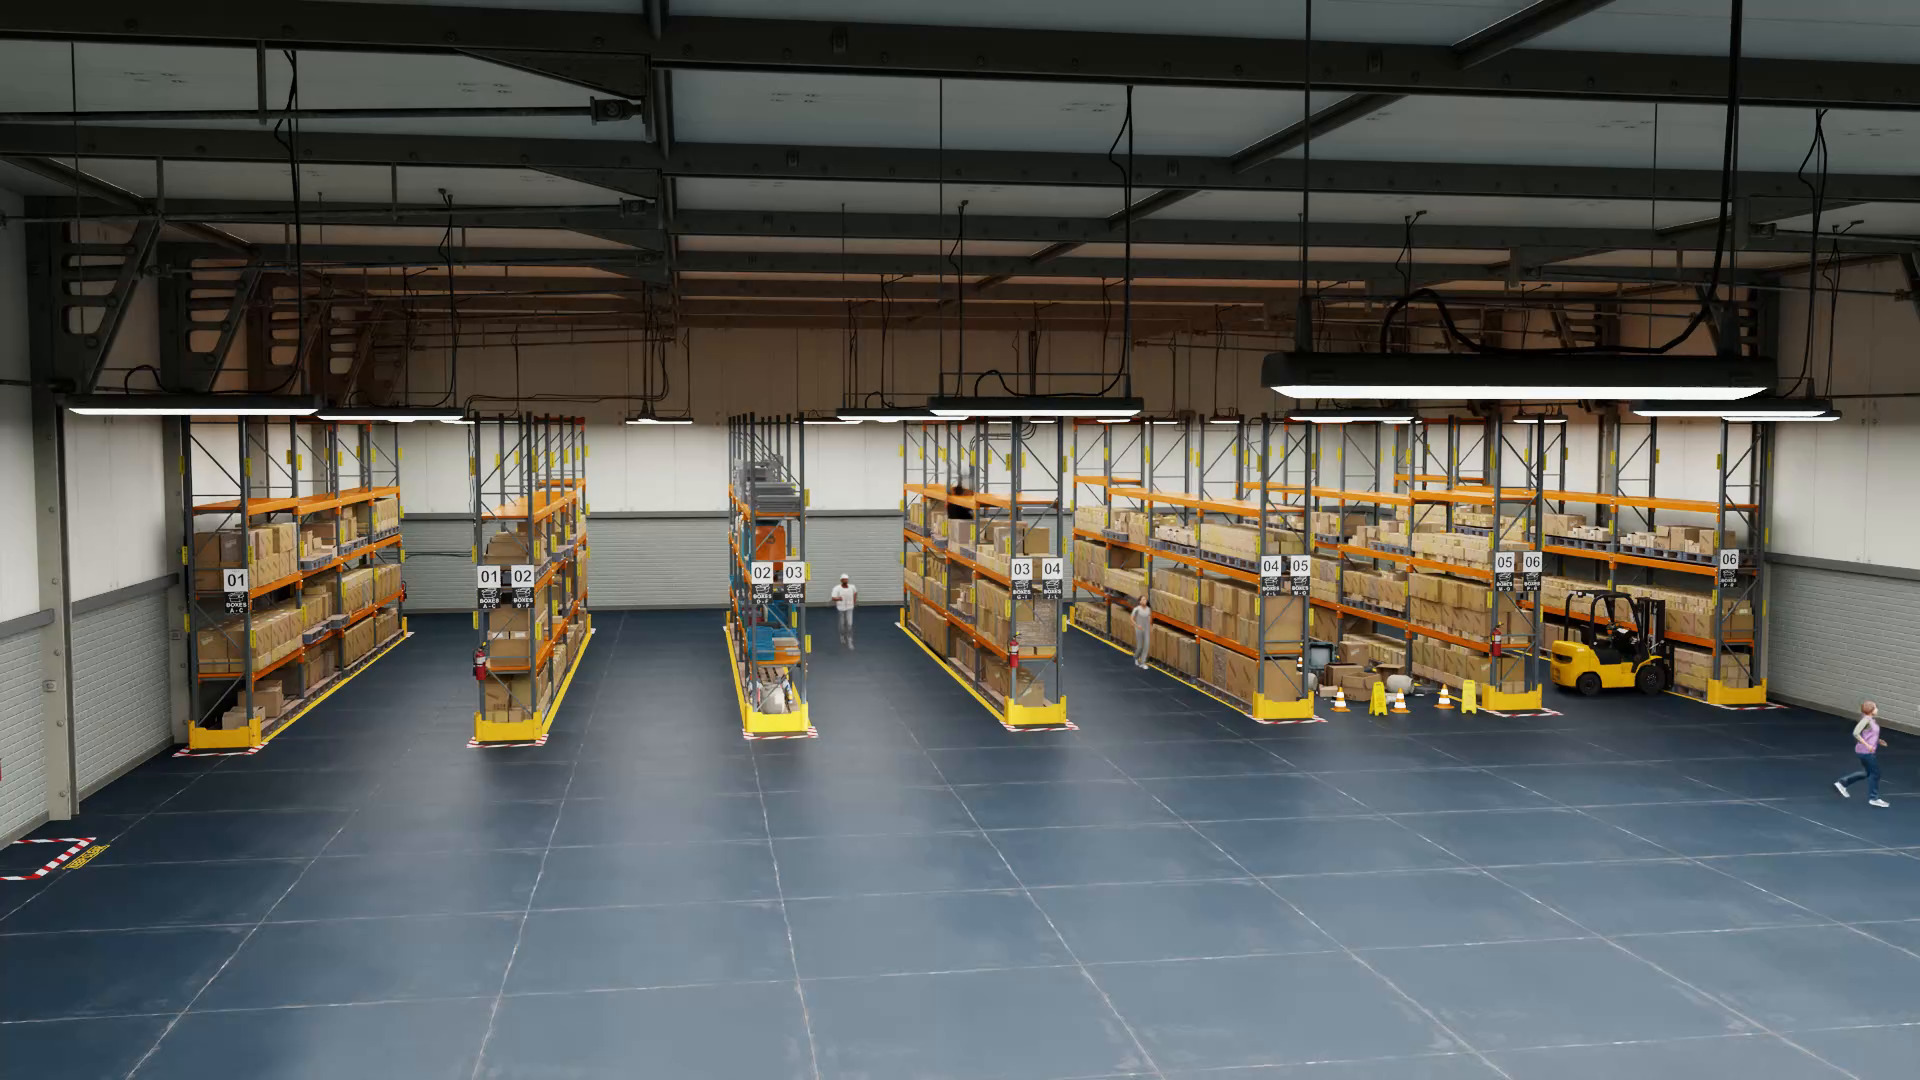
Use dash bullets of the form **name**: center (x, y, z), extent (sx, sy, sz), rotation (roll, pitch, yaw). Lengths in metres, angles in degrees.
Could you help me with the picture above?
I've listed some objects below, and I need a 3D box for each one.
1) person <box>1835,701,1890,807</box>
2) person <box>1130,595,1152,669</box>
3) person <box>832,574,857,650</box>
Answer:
- **person**: center (13.677, 3.215, 25.173), extent (0.750, 1.586, 0.558), rotation (3, 5, 33)
- **person**: center (4.118, 2.063, 37.606), extent (0.563, 1.650, 0.641), rotation (-1, 4, -17)
- **person**: center (-2.858, 1.770, 41.316), extent (0.676, 1.870, 0.760), rotation (-1, 4, -12)
